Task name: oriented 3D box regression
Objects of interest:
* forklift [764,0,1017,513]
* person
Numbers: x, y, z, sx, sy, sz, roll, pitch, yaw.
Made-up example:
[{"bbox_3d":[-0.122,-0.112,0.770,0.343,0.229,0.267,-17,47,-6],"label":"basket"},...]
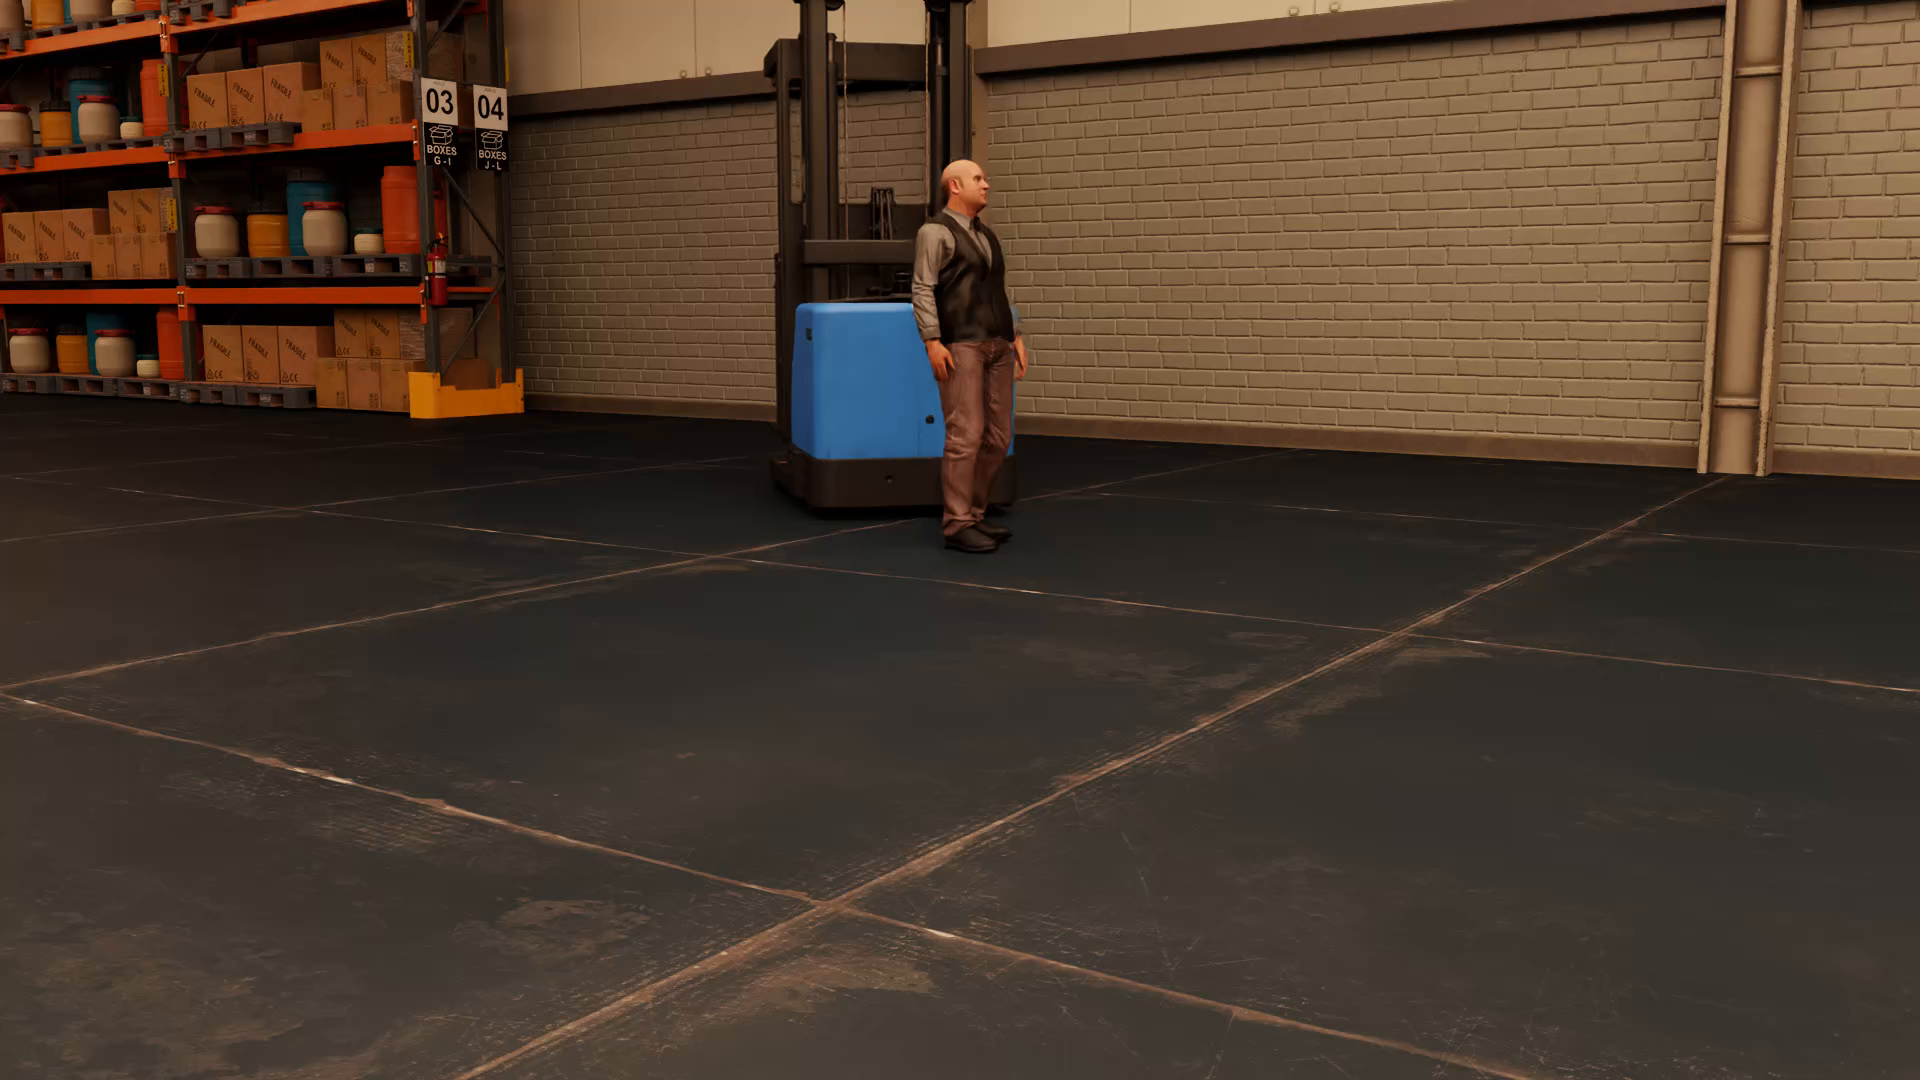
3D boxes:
[{"bbox_3d":[-0.526,-1.759,9.563,1.130,2.935,3.031,-2,8,-12],"label":"forklift"},{"bbox_3d":[0.099,-0.835,7.446,0.563,1.713,0.663,6,10,36],"label":"person"}]
